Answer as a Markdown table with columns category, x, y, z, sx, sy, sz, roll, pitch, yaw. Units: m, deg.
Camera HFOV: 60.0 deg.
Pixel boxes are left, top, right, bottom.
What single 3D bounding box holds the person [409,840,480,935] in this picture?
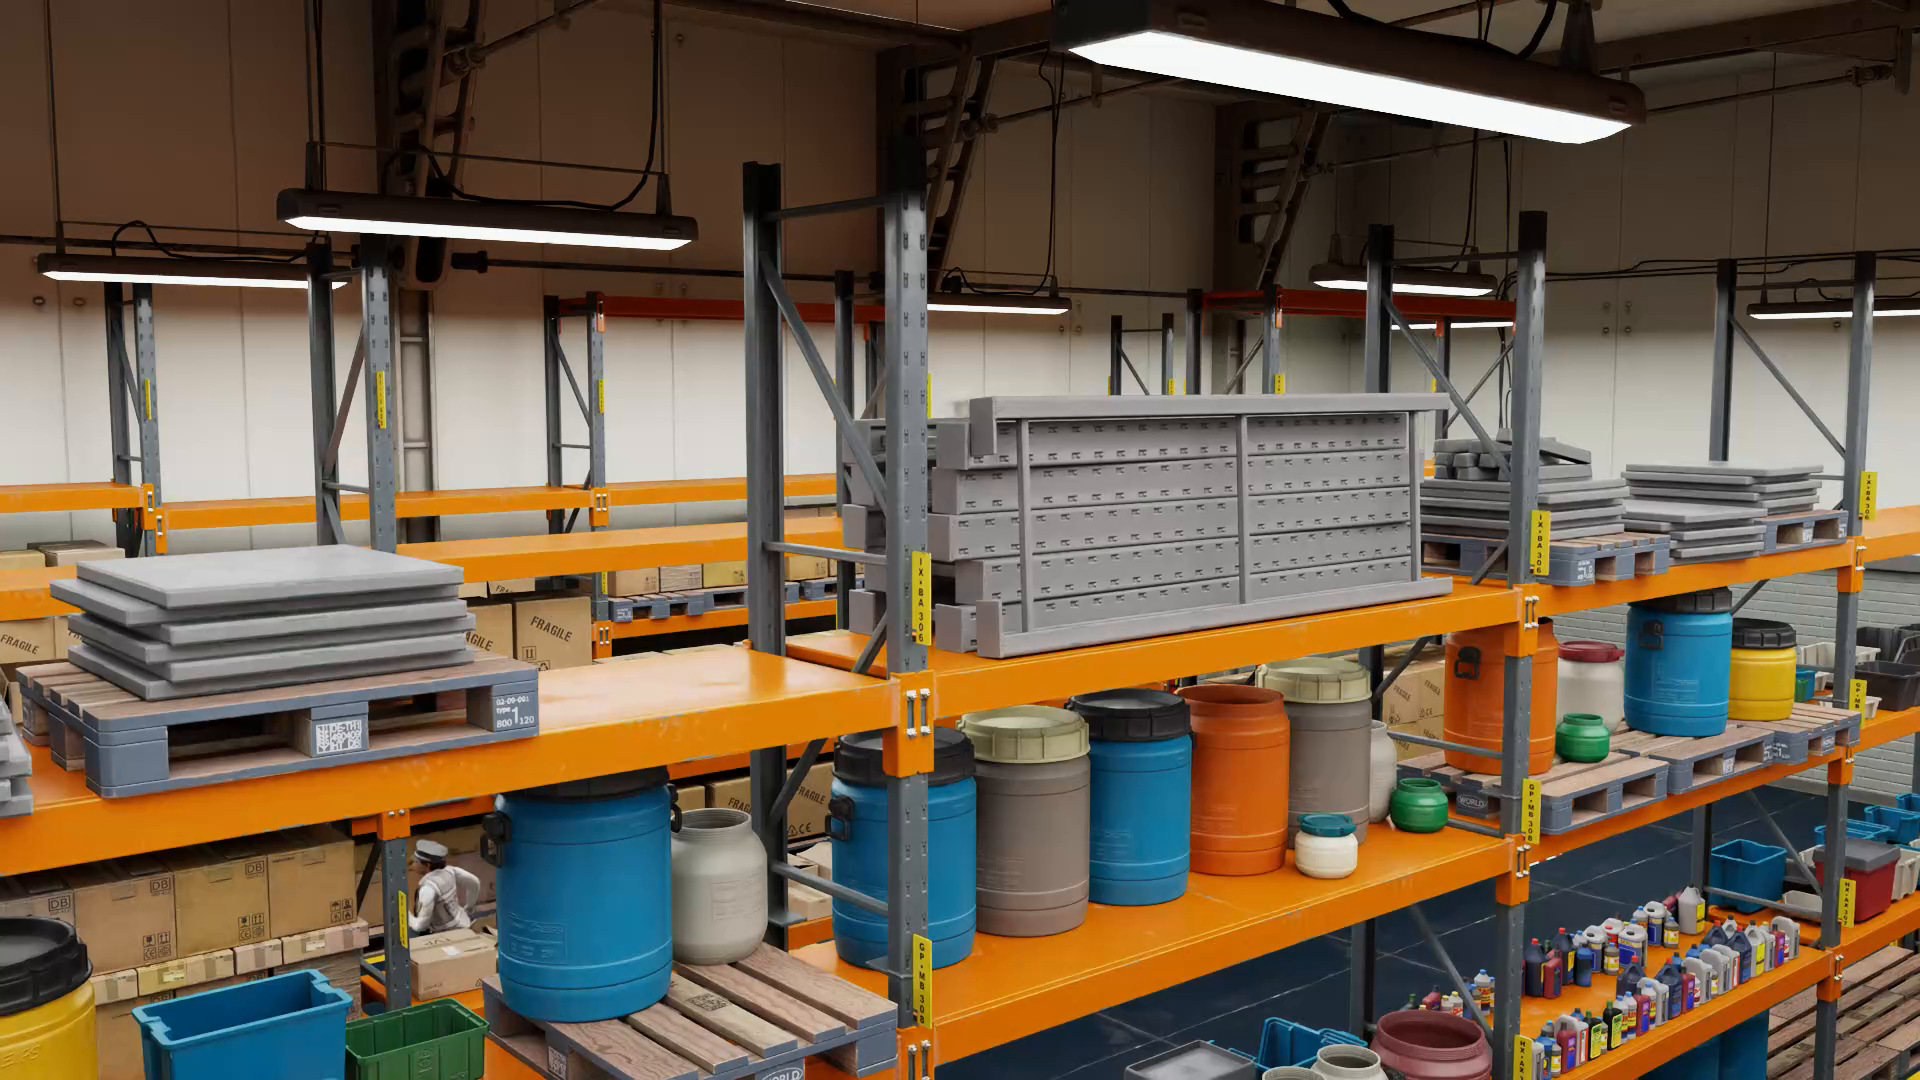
| category | x | y | z | sx | sy | sz | roll | pitch | yaw |
| --- | --- | --- | --- | --- | --- | --- | --- | --- | --- |
| person | -4.025 | 3.099 | 13.029 | 0.676 | 1.603 | 0.750 | -1 | 6 | -14 |
